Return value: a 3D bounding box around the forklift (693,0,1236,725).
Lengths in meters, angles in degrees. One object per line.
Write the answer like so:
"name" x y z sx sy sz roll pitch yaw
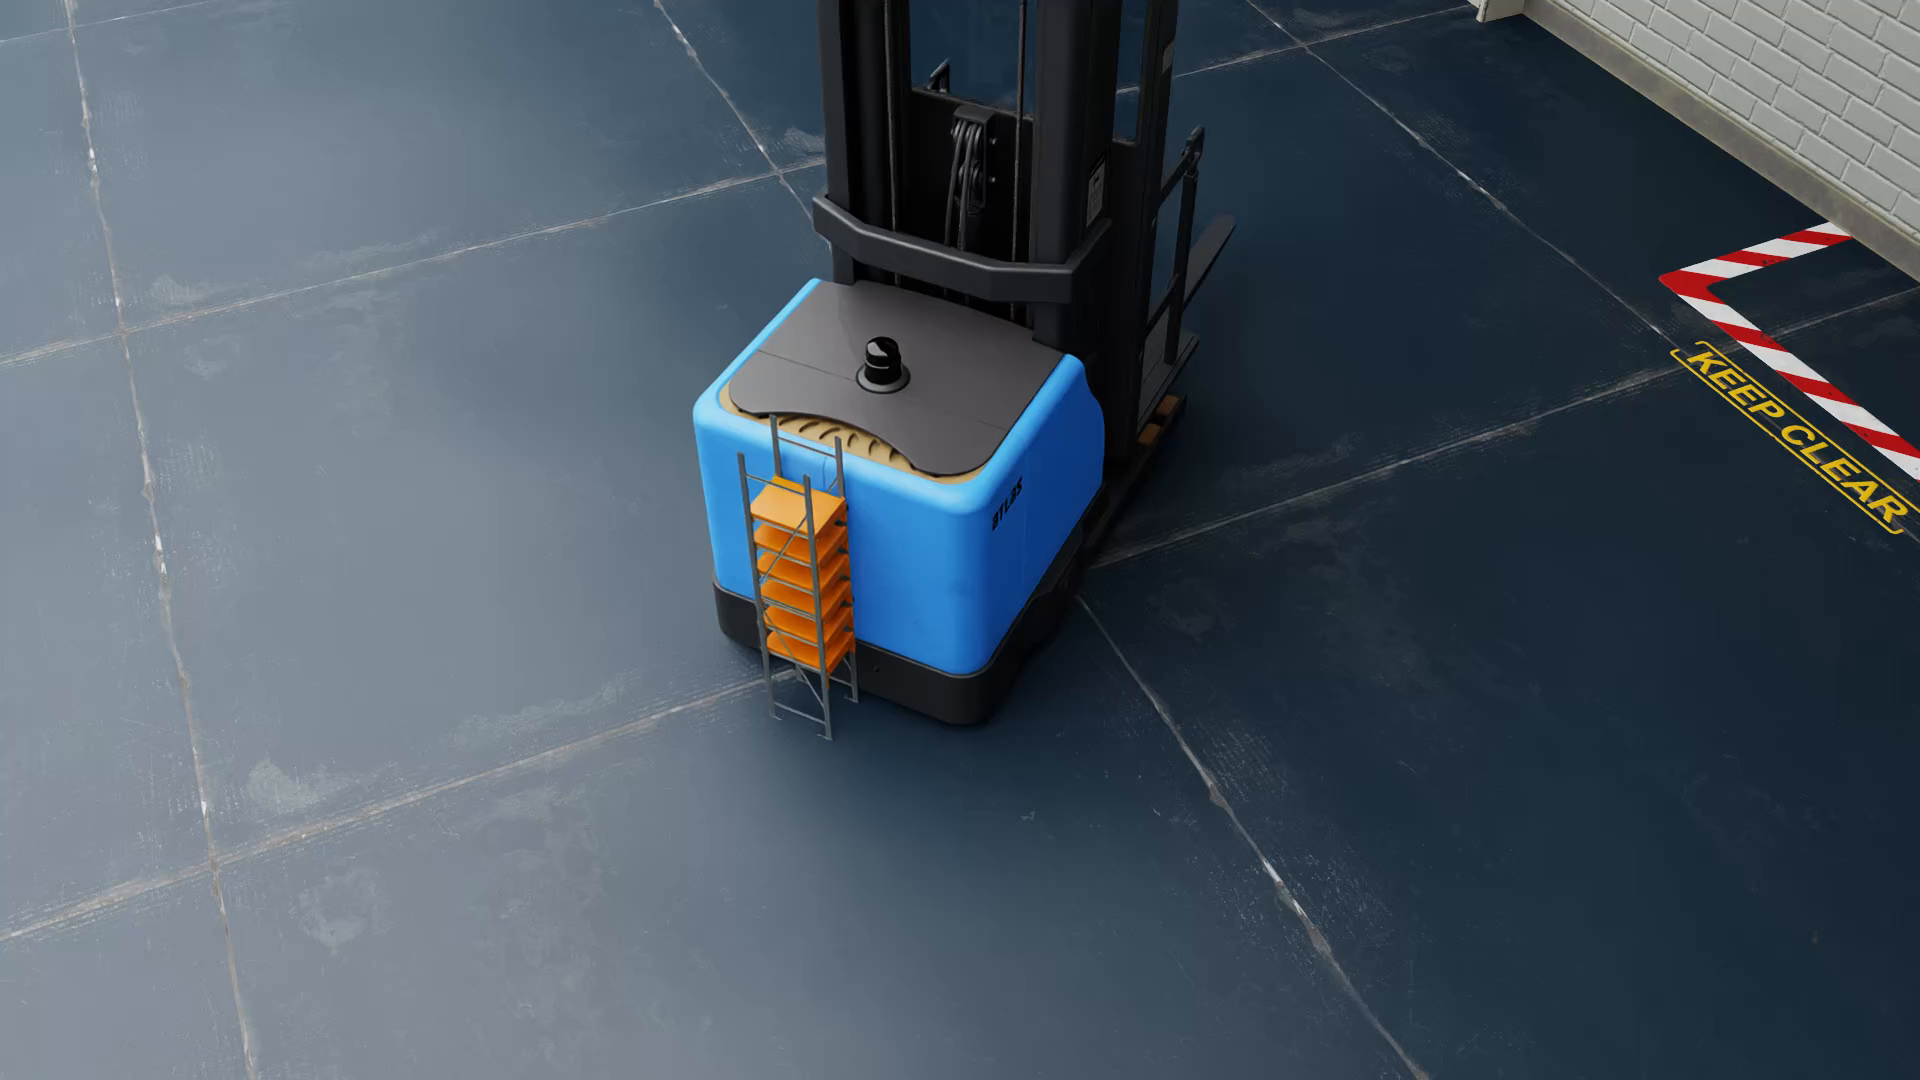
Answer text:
"forklift" 0.255 -1.468 5.651 1.130 2.935 3.031 19 48 18

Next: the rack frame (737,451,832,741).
"rack frame" -0.536 0.209 5.184 0.240 1.200 0.006 19 48 18

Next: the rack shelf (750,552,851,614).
"rack shelf" -0.495 0.097 5.190 0.258 0.103 0.180 19 48 18

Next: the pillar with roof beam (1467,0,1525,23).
"pillar with roof beam" -0.986 -4.942 4.851 9.100 9.000 0.400 -18 47 -17

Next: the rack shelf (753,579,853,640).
"rack shelf" -0.495 0.183 5.274 0.258 0.103 0.180 19 48 18

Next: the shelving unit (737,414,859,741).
"shelving unit" -0.495 0.151 5.243 0.258 1.200 0.189 19 48 18

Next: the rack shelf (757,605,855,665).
"rack shelf" -0.495 0.268 5.358 0.258 0.103 0.180 19 48 18

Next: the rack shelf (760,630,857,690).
"rack shelf" -0.495 0.353 5.443 0.258 0.103 0.180 19 48 18

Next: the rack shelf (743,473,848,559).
"rack shelf" -0.495 -0.074 5.021 0.258 0.103 0.180 19 48 18

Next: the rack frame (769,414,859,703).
"rack frame" -0.455 0.093 5.301 0.240 1.200 0.006 19 48 18

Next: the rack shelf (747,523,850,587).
"rack shelf" -0.495 0.012 5.105 0.258 0.103 0.180 19 48 18
